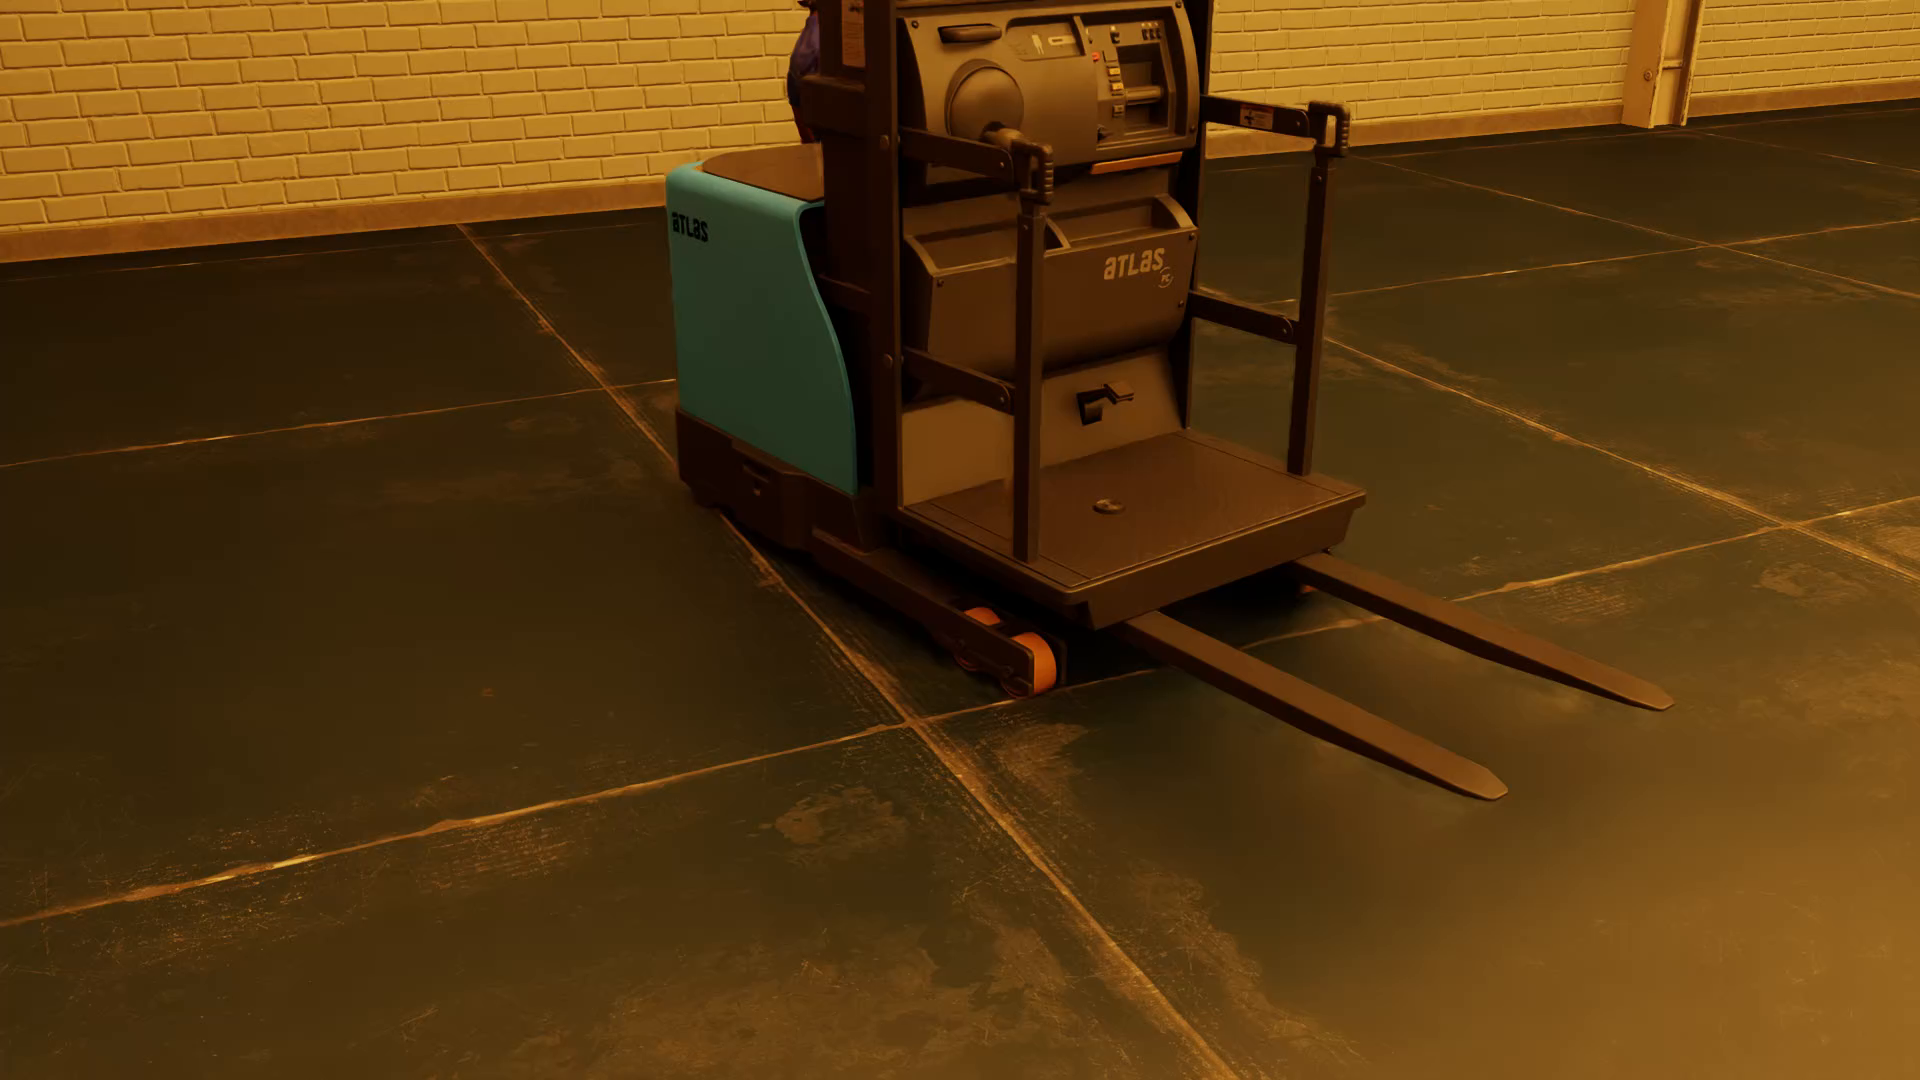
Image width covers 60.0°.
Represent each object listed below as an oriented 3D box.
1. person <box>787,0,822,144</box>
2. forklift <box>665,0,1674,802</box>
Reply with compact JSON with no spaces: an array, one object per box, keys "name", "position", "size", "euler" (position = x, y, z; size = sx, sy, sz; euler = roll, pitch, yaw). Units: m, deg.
[{"name":"person","position":[-0.482,-1.410,6.476],"size":[0.473,1.576,0.814],"euler":[-7,24,-16]},{"name":"forklift","position":[0.386,-1.170,4.103],"size":[1.130,2.935,3.031],"euler":[-17,28,-35]}]
